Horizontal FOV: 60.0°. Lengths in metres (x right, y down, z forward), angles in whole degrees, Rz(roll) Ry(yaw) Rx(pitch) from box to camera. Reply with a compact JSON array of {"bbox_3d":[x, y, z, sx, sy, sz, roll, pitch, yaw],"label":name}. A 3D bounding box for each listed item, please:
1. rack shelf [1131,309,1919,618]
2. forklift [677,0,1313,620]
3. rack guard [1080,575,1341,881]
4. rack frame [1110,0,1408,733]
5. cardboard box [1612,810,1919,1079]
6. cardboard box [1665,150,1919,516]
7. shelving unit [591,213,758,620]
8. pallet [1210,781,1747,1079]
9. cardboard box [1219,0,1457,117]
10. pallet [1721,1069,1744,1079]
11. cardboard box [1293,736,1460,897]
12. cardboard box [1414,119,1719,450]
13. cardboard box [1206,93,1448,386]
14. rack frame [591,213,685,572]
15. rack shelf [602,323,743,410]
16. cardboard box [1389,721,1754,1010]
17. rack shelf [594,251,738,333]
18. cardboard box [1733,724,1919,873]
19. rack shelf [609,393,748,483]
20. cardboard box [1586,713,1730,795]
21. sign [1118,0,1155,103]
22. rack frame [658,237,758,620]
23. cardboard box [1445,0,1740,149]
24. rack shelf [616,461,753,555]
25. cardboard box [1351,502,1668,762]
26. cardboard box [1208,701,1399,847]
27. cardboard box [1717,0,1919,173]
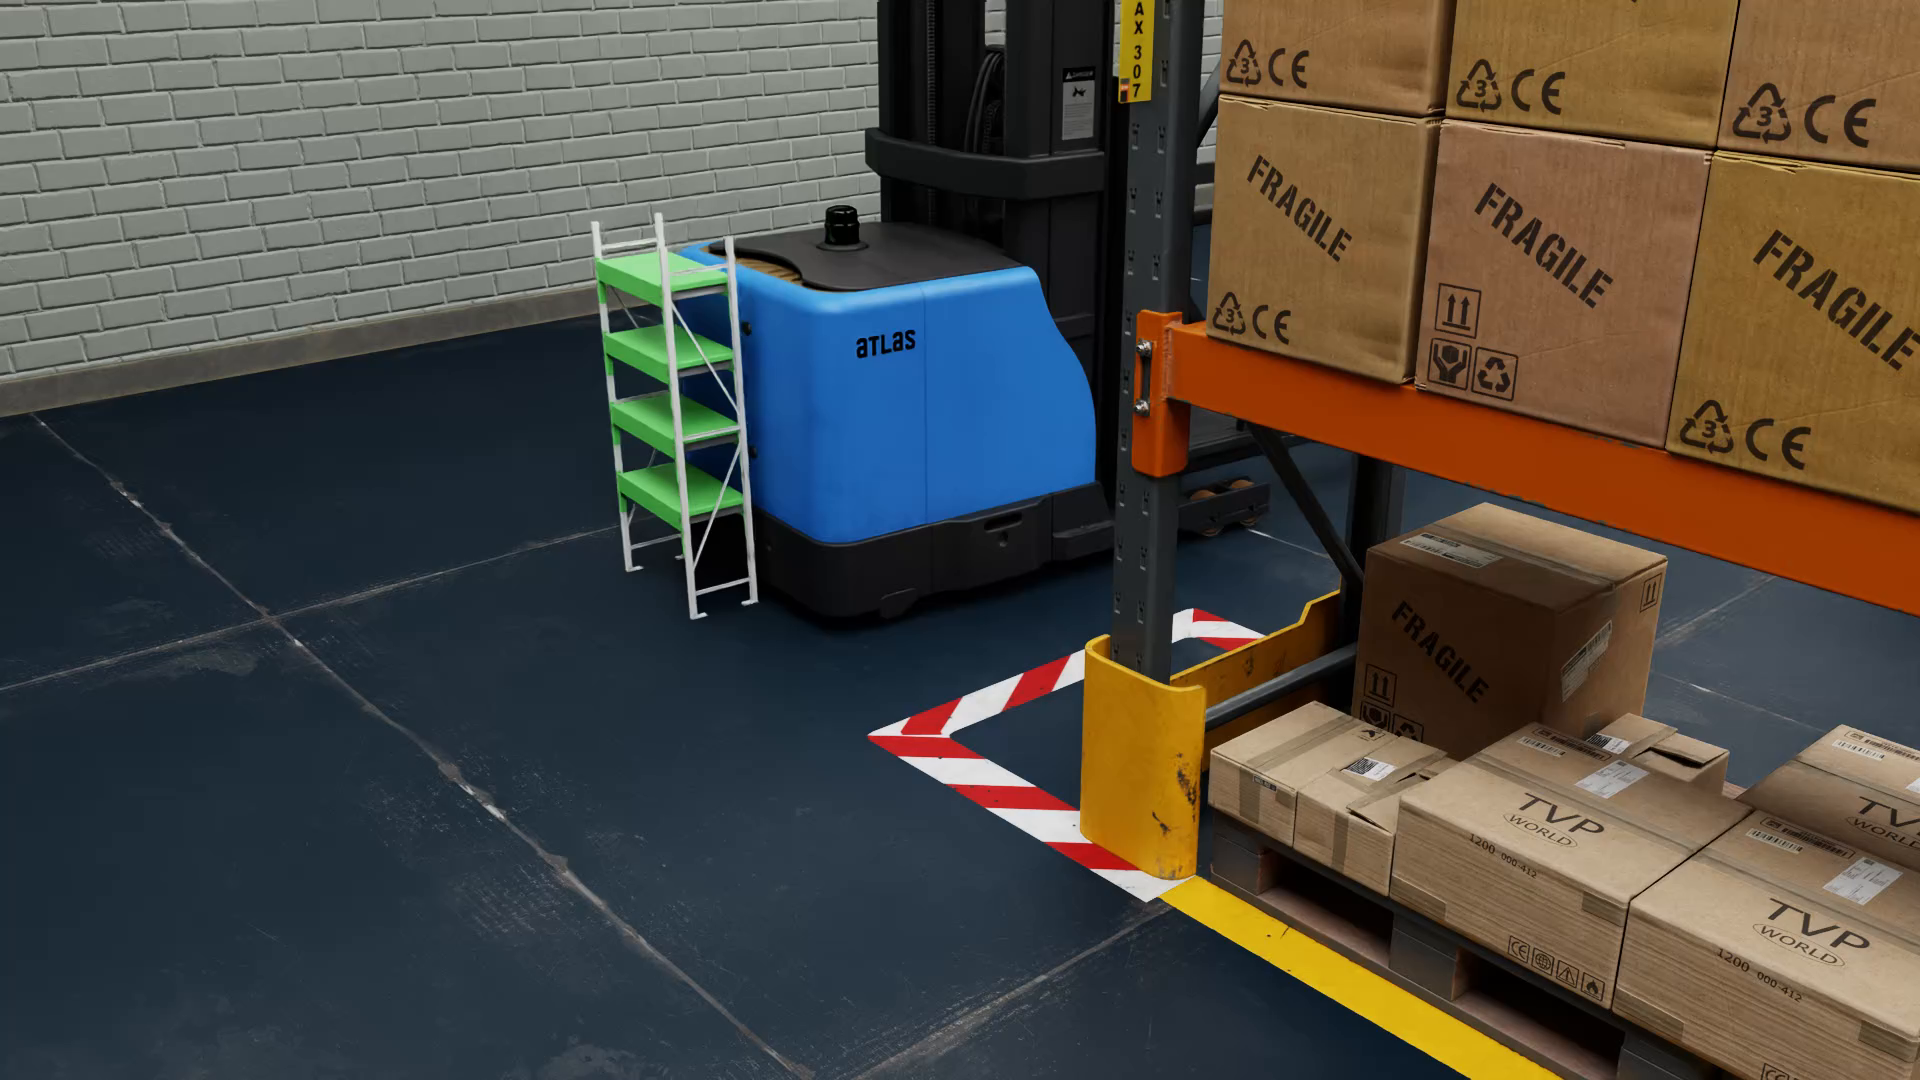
[{"bbox_3d":[2.082,0.098,2.608,1.077,0.370,4.000,-17,27,-37],"label":"rack shelf"},{"bbox_3d":[0.528,-1.518,5.842,3.031,2.935,1.130,-15,26,-33],"label":"forklift"},{"bbox_3d":[0.826,0.395,4.289,1.175,0.500,0.348,-17,27,-37],"label":"rack guard"},{"bbox_3d":[0.777,-0.790,3.887,1.000,3.000,0.127,-17,27,-37],"label":"rack frame"},{"bbox_3d":[1.569,0.780,3.047,0.500,0.250,0.500,-17,27,-37],"label":"cardboard box"},{"bbox_3d":[1.533,-0.370,2.679,0.500,0.500,0.500,-18,27,-38],"label":"cardboard box"},{"bbox_3d":[-0.916,-0.402,5.358,0.258,1.200,0.503,-16,26,-32],"label":"shelving unit"},{"bbox_3d":[1.347,0.750,3.780,1.003,0.211,1.213,-17,27,-37],"label":"pallet"},{"bbox_3d":[0.867,-1.116,3.213,0.500,0.500,0.500,-16,27,-36],"label":"cardboard box"},{"bbox_3d":[2.140,1.087,2.920,1.003,0.211,1.213,-17,27,-37],"label":"pallet"},{"bbox_3d":[0.953,0.591,3.643,0.380,0.166,0.250,-17,27,-37],"label":"cardboard box"},{"bbox_3d":[1.207,-0.510,3.035,0.500,0.500,0.500,-18,28,-38],"label":"cardboard box"},{"bbox_3d":[0.867,-0.651,3.396,0.500,0.500,0.500,-17,27,-36],"label":"cardboard box"},{"bbox_3d":[-1.056,-0.475,5.544,0.240,1.200,0.015,-16,26,-32],"label":"rack frame"},{"bbox_3d":[-0.918,-0.565,5.292,0.258,0.148,0.480,-16,26,-32],"label":"rack shelf"},{"bbox_3d":[1.243,0.642,3.400,0.500,0.250,0.500,-17,27,-37],"label":"cardboard box"},{"bbox_3d":[-0.922,-0.788,5.202,0.258,0.148,0.480,-16,26,-32],"label":"rack shelf"},{"bbox_3d":[1.916,0.647,3.386,0.500,0.250,0.500,-17,27,-37],"label":"cardboard box"},{"bbox_3d":[-0.914,-0.343,5.382,0.258,0.148,0.480,-16,26,-32],"label":"rack shelf"},{"bbox_3d":[1.514,0.550,3.749,0.380,0.166,0.250,-17,27,-37],"label":"cardboard box"},{"bbox_3d":[0.366,-1.064,3.399,0.100,0.325,0.005,-17,27,-37],"label":"sign"},{"bbox_3d":[-0.775,-0.329,5.172,0.240,1.200,0.015,-16,26,-32],"label":"rack frame"},{"bbox_3d":[1.213,-0.974,2.849,0.500,0.500,0.500,-17,27,-37],"label":"cardboard box"},{"bbox_3d":[-0.911,-0.121,5.472,0.258,0.148,0.480,-16,26,-32],"label":"rack shelf"},{"bbox_3d":[1.318,0.261,4.029,0.500,0.500,0.500,-17,27,-37],"label":"cardboard box"},{"bbox_3d":[0.790,0.530,3.823,0.380,0.149,0.250,-17,27,-37],"label":"cardboard box"},{"bbox_3d":[1.536,-0.834,2.493,0.500,0.500,0.500,-17,27,-37],"label":"cardboard box"}]
